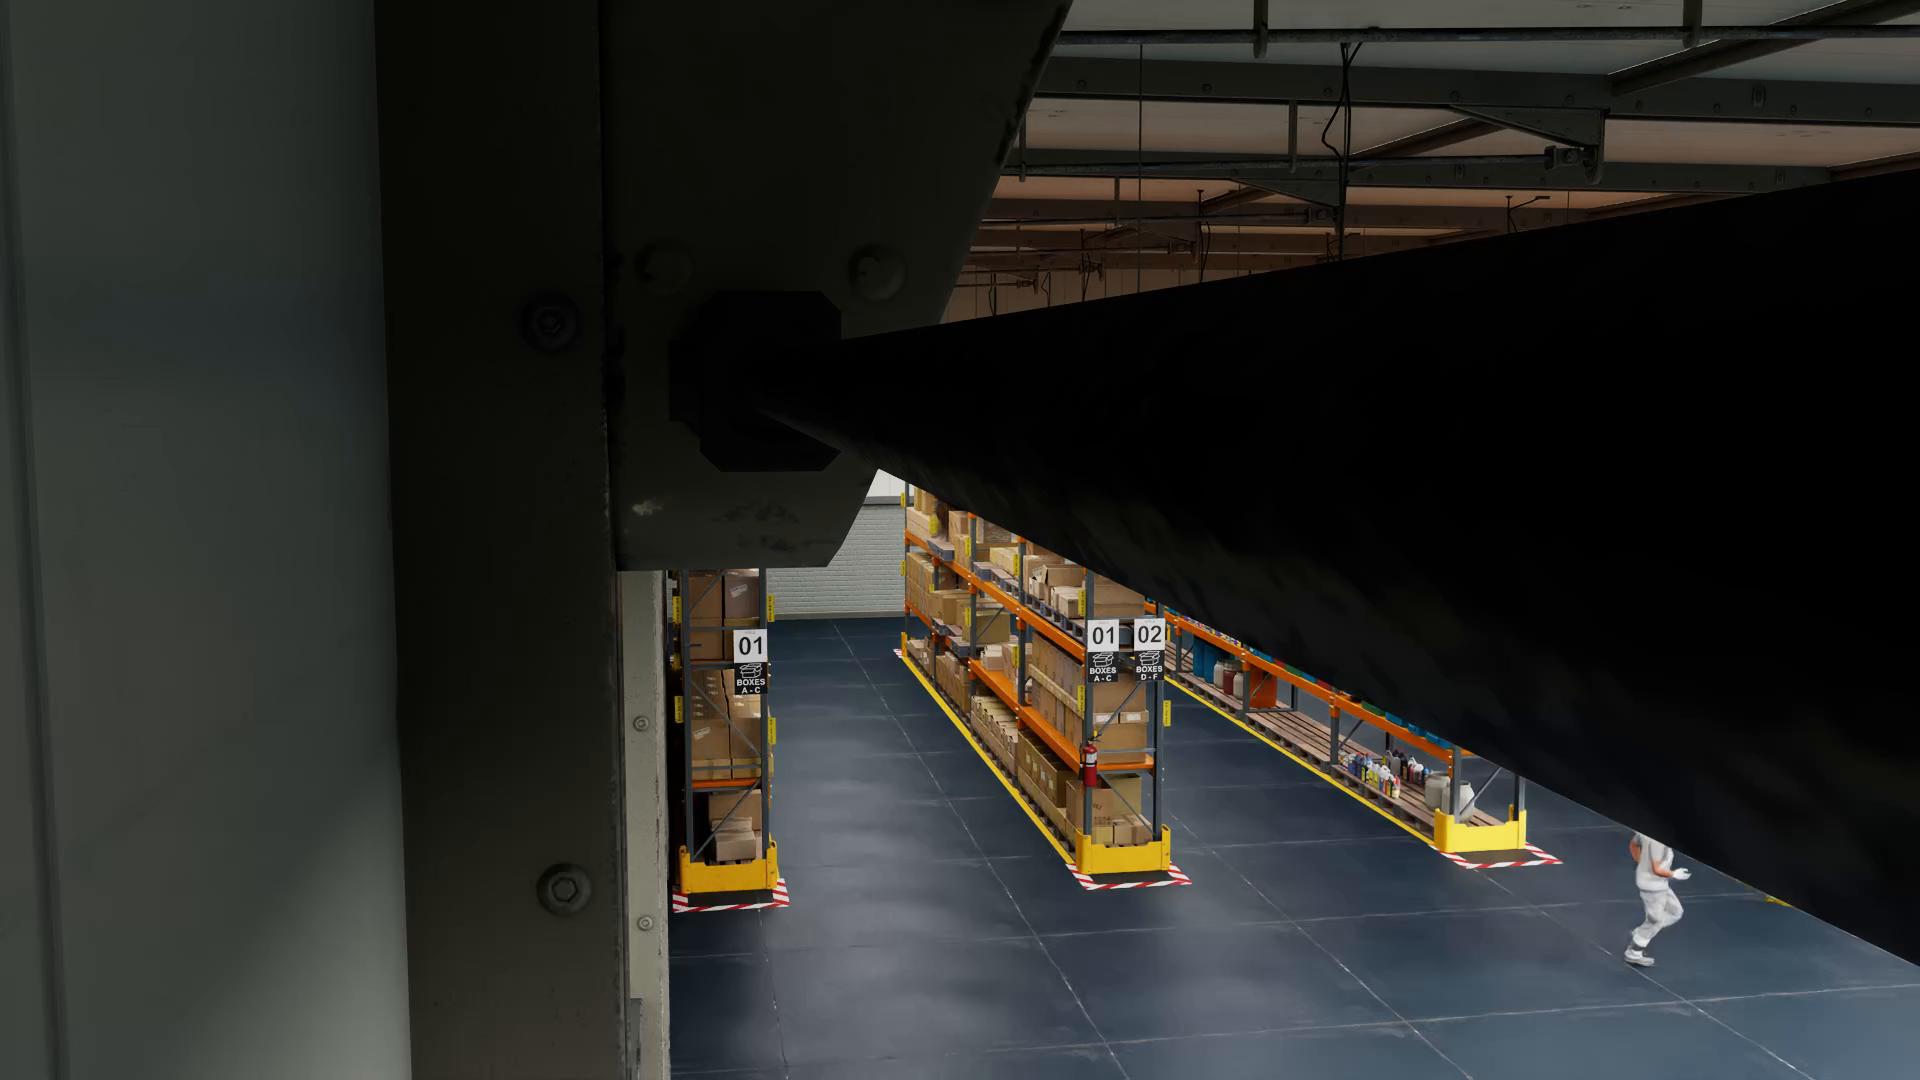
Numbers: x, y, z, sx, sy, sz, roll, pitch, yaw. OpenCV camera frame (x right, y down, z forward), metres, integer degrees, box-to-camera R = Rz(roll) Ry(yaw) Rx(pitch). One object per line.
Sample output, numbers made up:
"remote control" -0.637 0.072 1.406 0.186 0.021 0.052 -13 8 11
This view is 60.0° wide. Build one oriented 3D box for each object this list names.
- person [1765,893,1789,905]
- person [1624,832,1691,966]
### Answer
"person" 9.831 3.441 19.577 0.575 1.720 0.712 2 6 22
"person" 7.349 3.645 17.501 0.598 1.735 0.659 2 6 17
